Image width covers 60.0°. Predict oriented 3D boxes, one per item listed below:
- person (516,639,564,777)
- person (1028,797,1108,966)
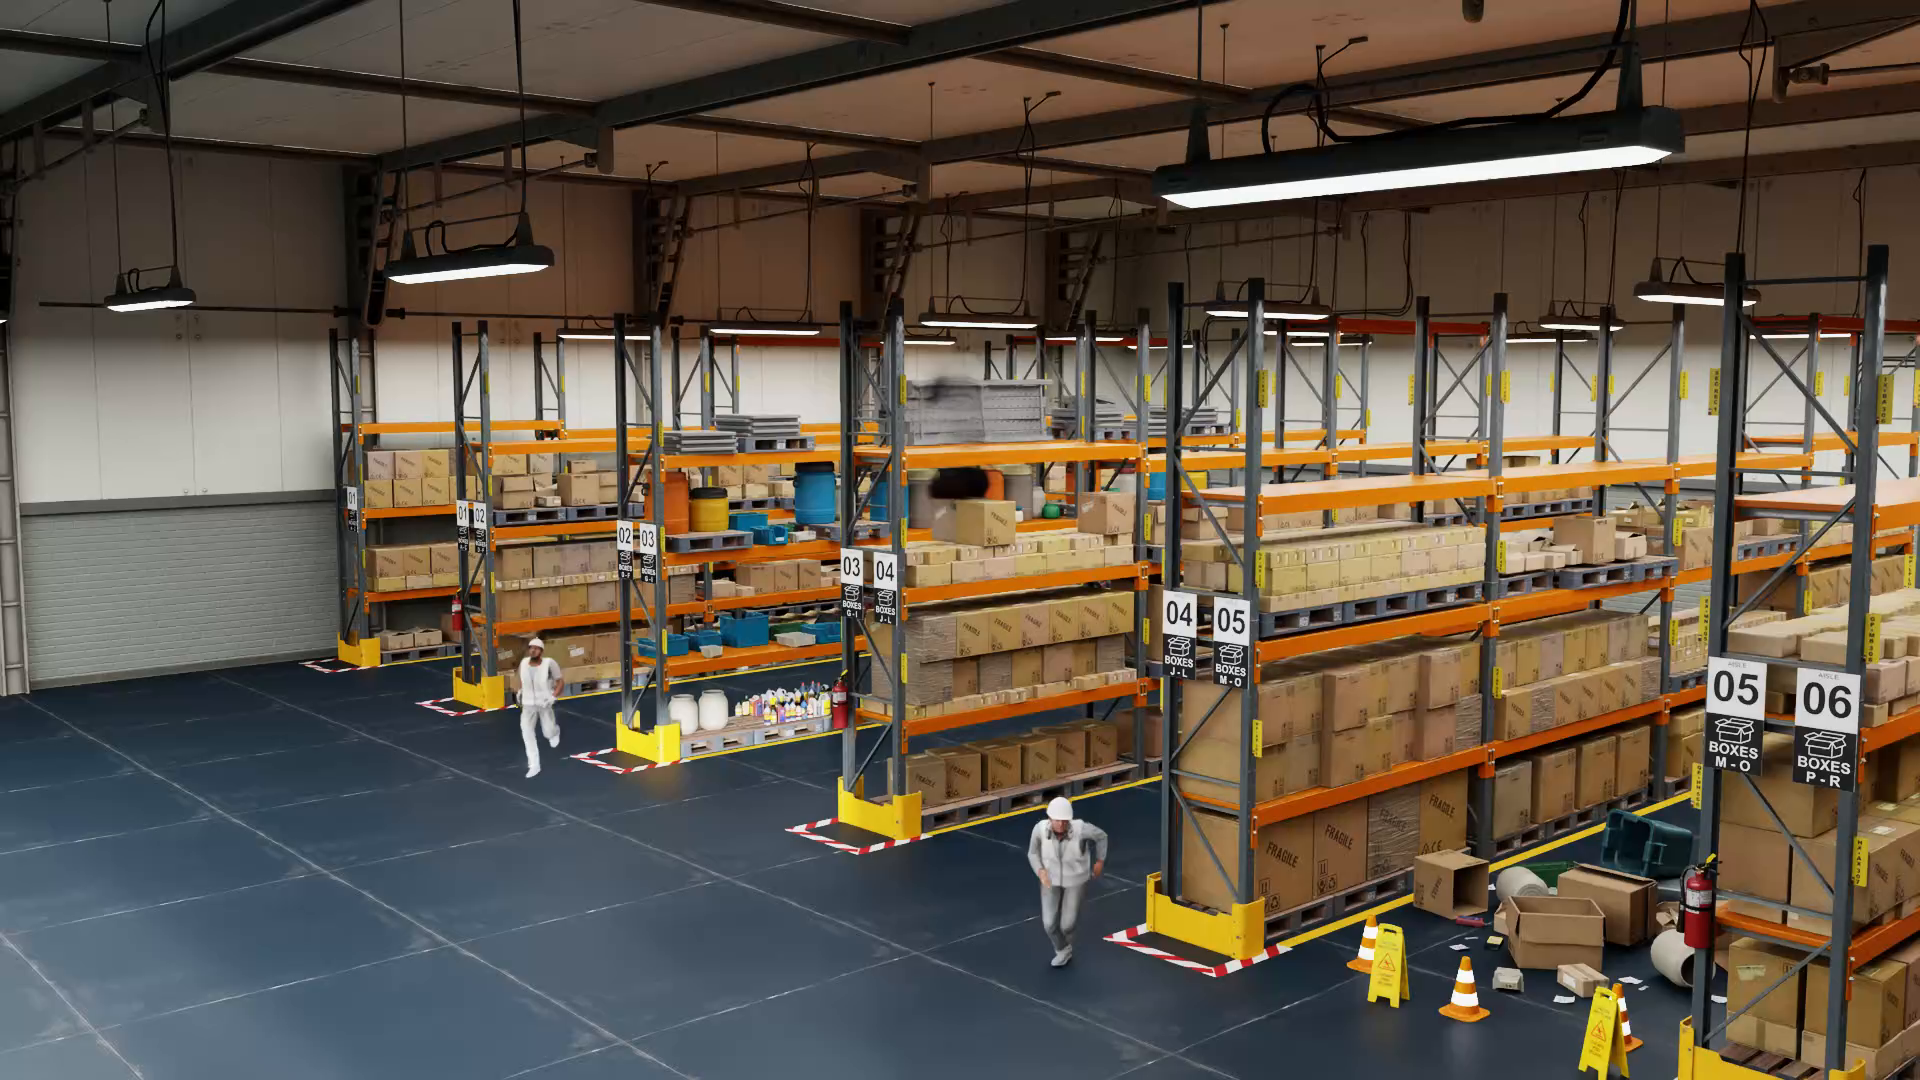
[{"bbox_3d":[-5.531,2.165,21.865,0.666,1.763,0.956,0,6,0],"label":"person"},{"bbox_3d":[0.928,2.954,14.378,0.679,1.597,0.811,1,6,10],"label":"person"}]
